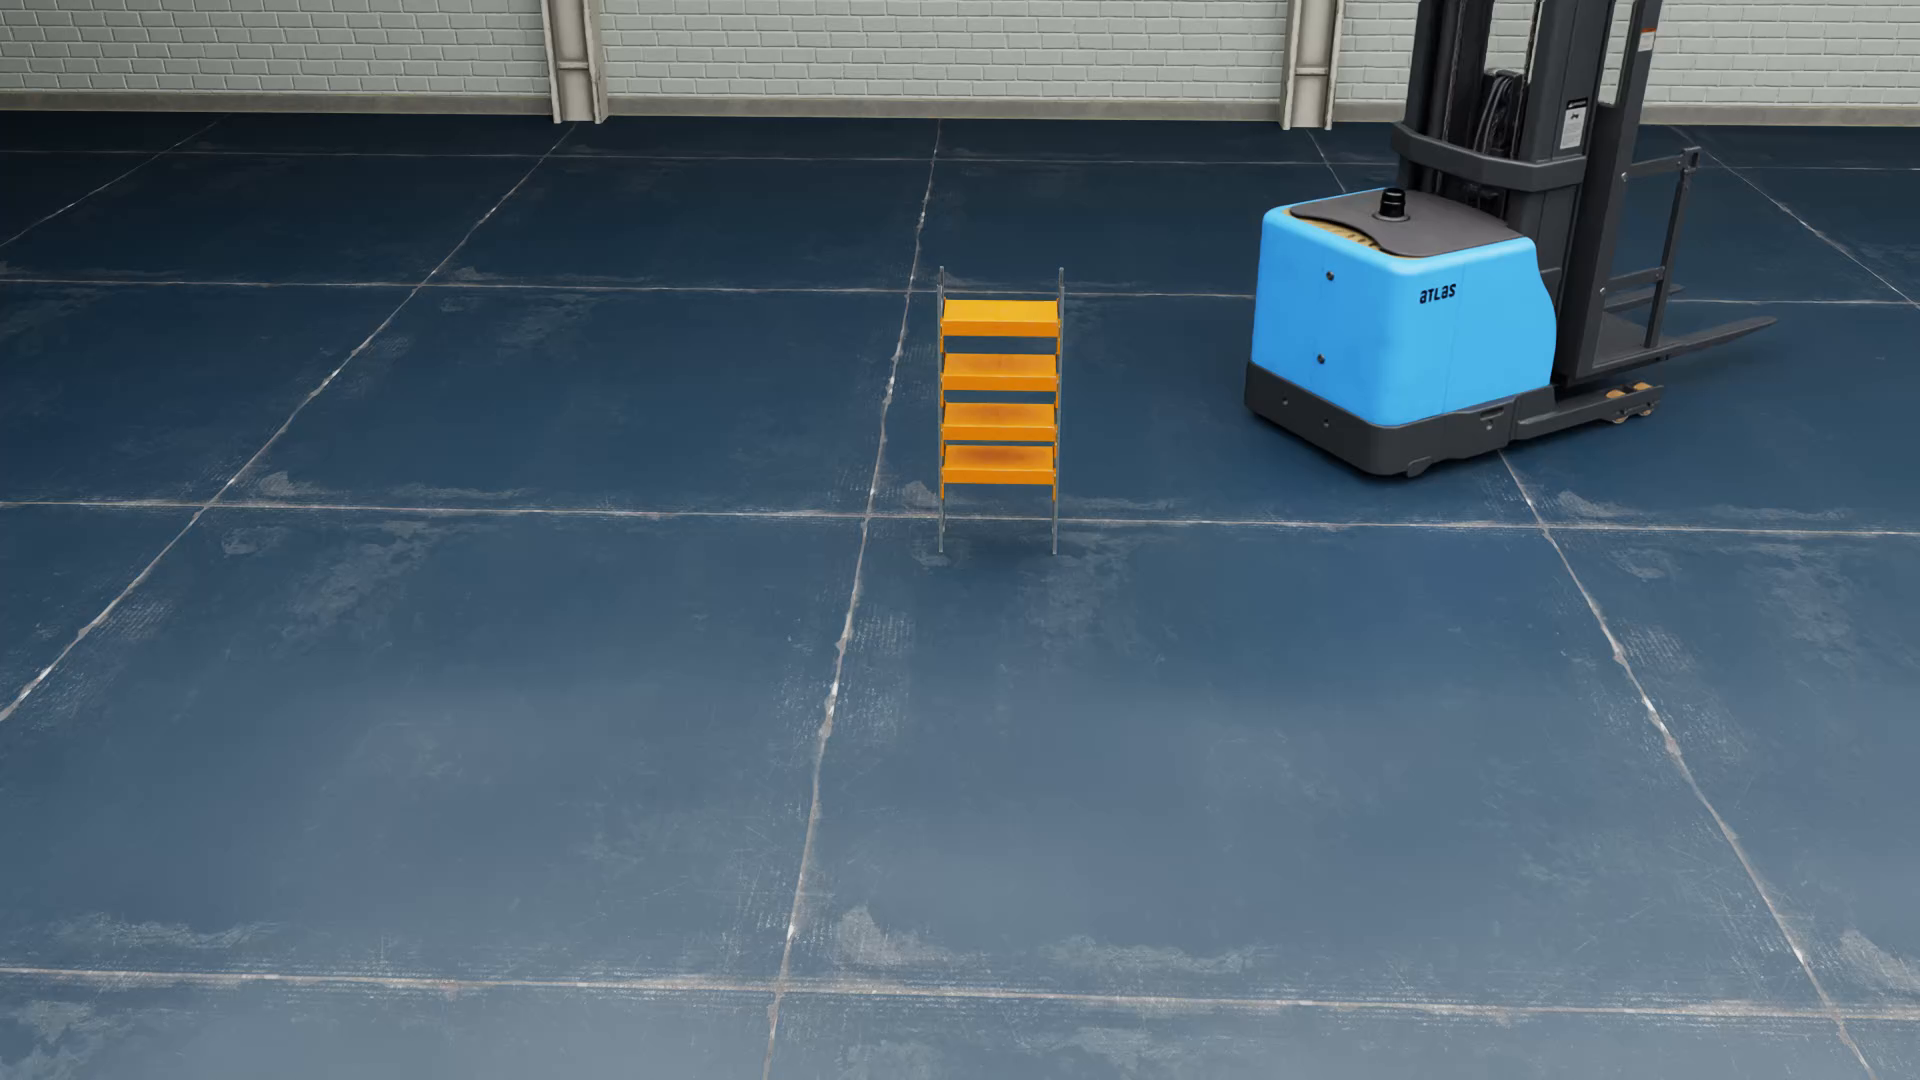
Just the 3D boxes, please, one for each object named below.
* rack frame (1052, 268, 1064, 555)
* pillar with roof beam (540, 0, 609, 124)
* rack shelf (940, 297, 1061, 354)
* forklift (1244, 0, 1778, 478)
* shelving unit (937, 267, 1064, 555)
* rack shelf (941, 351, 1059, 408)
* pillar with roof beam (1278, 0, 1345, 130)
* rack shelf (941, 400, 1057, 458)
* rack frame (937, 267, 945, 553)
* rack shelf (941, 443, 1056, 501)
[{"bbox_3d":[0.409,-0.523,6.956,0.015,1.200,0.240,1,28,2],"label":"rack frame"},{"bbox_3d":[-3.311,-5.479,7.978,0.400,9.000,9.100,1,28,2],"label":"pillar with roof beam"},{"bbox_3d":[0.165,-0.875,6.780,0.480,0.148,0.258,1,28,2],"label":"rack shelf"},{"bbox_3d":[2.968,-2.077,8.039,3.031,2.935,1.130,-15,31,-26],"label":"forklift"},{"bbox_3d":[0.165,-0.527,6.964,0.503,1.200,0.258,1,28,2],"label":"shelving unit"},{"bbox_3d":[0.165,-0.666,6.891,0.480,0.148,0.258,1,28,2],"label":"rack shelf"},{"bbox_3d":[2.686,-5.380,7.791,0.400,9.000,9.100,1,28,2],"label":"pillar with roof beam"},{"bbox_3d":[0.165,-0.468,6.995,0.480,0.148,0.258,1,28,2],"label":"rack shelf"},{"bbox_3d":[-0.078,-0.531,6.971,0.015,1.200,0.240,1,28,2],"label":"rack frame"},{"bbox_3d":[0.165,-0.293,7.088,0.480,0.148,0.258,1,28,2],"label":"rack shelf"}]
